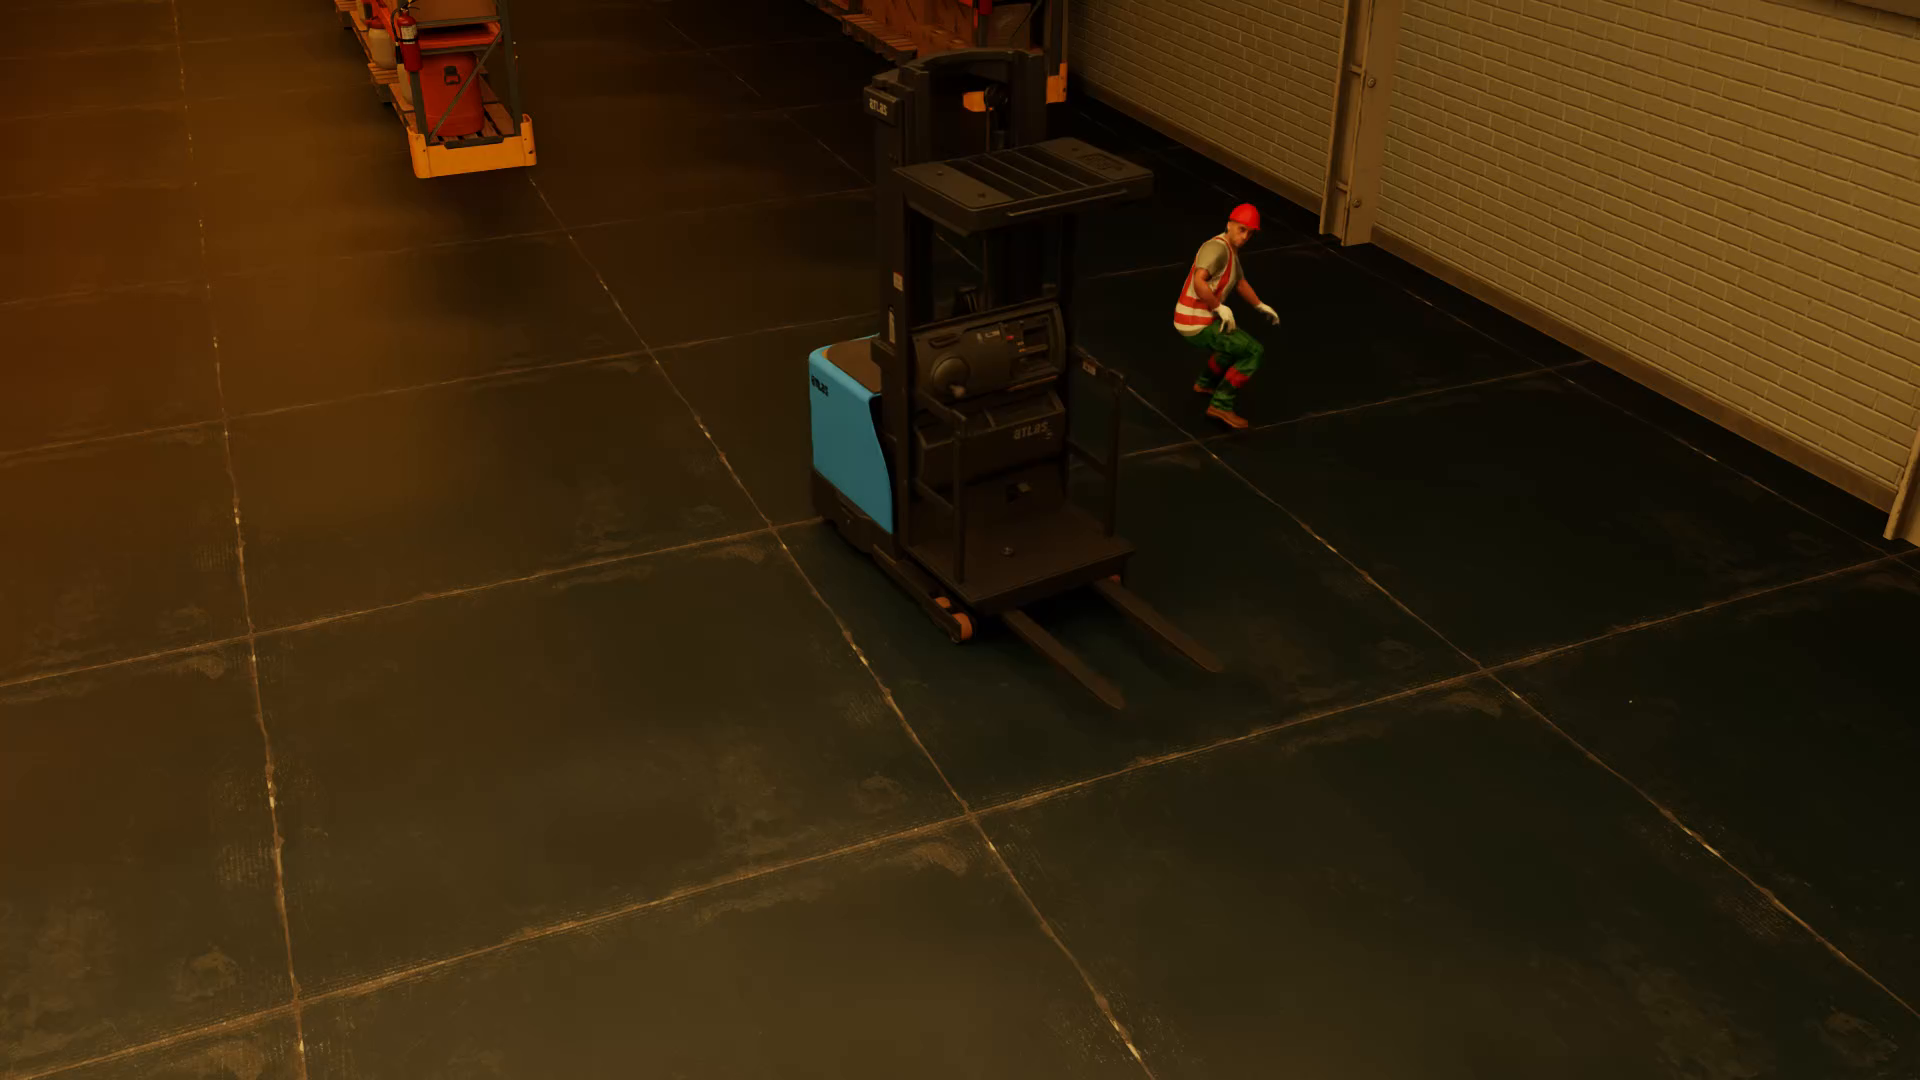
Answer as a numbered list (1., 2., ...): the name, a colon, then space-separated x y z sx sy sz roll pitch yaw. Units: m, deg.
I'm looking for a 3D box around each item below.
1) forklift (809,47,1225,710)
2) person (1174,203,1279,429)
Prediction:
1. forklift: 0.278 -0.974 8.823 1.130 2.935 3.031 -17 34 -27
2. person: 1.812 -1.511 11.249 0.707 1.544 0.887 5 30 9
